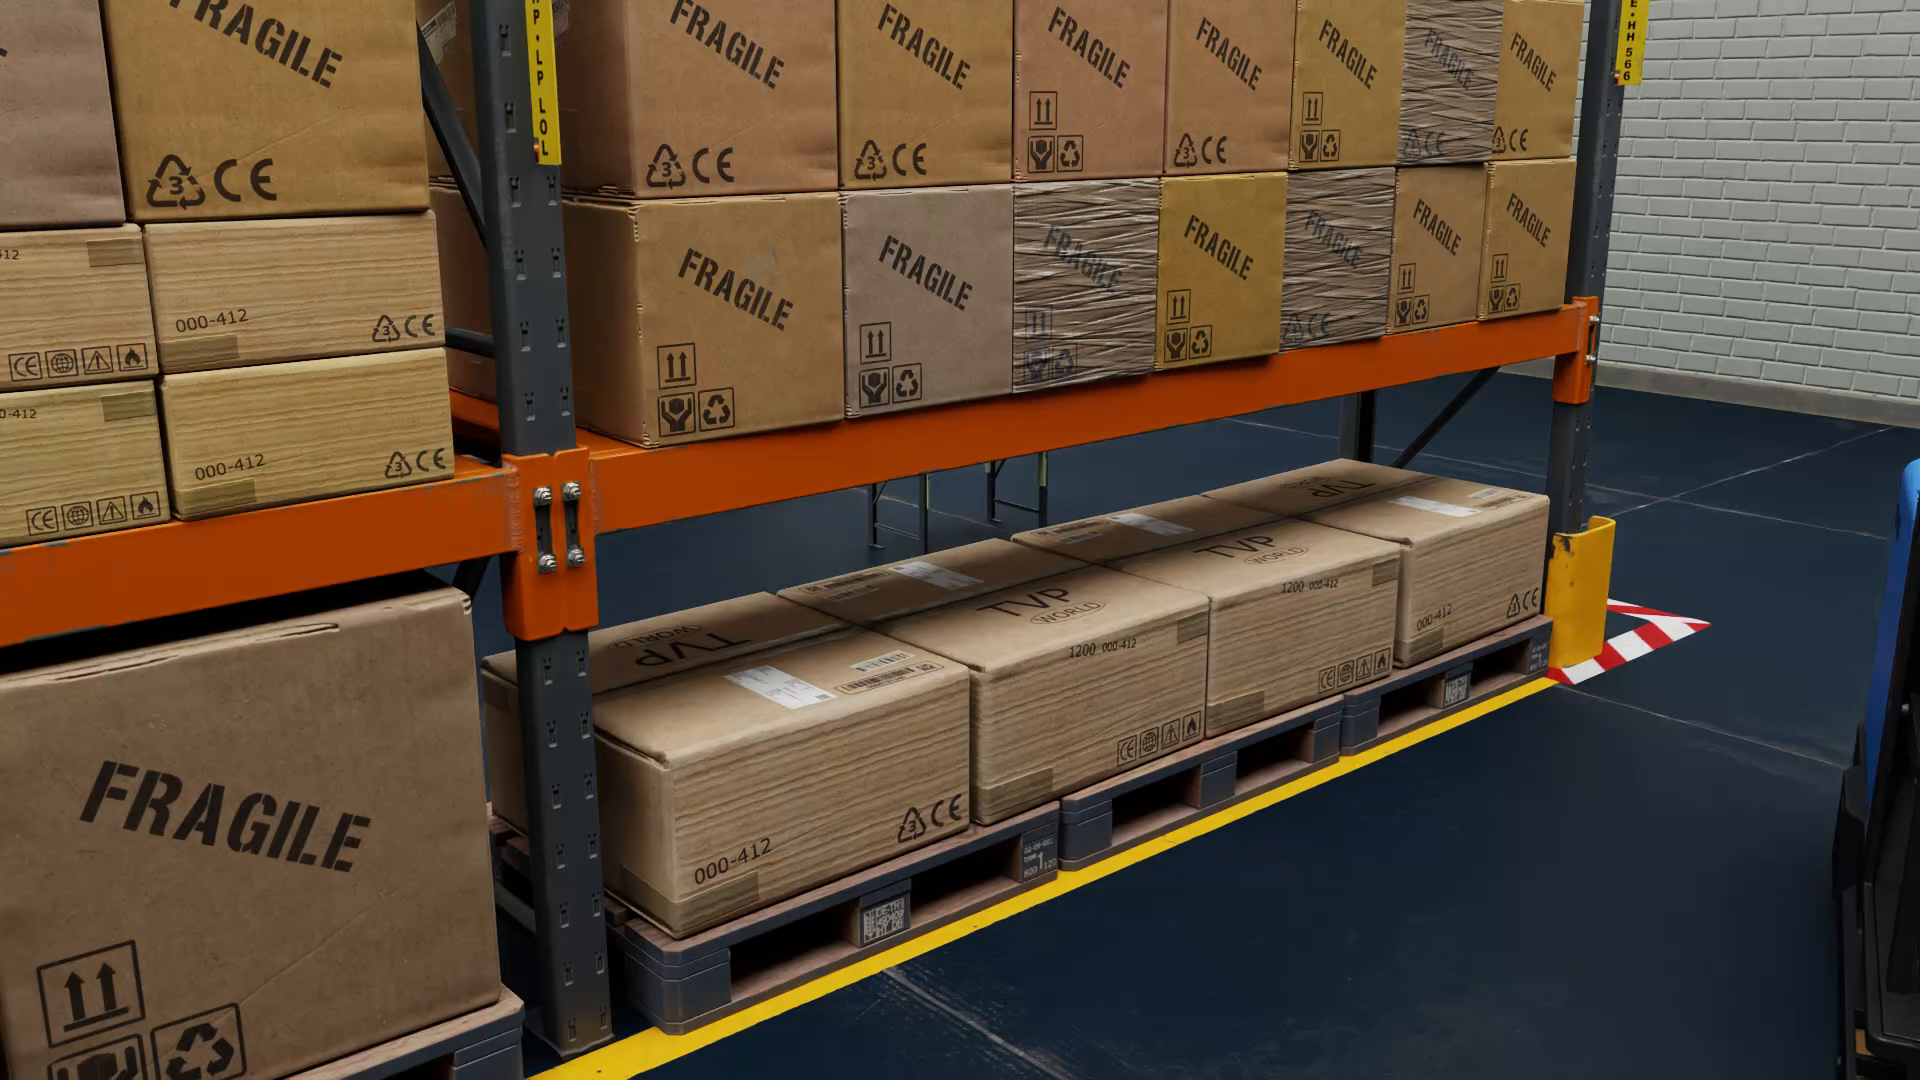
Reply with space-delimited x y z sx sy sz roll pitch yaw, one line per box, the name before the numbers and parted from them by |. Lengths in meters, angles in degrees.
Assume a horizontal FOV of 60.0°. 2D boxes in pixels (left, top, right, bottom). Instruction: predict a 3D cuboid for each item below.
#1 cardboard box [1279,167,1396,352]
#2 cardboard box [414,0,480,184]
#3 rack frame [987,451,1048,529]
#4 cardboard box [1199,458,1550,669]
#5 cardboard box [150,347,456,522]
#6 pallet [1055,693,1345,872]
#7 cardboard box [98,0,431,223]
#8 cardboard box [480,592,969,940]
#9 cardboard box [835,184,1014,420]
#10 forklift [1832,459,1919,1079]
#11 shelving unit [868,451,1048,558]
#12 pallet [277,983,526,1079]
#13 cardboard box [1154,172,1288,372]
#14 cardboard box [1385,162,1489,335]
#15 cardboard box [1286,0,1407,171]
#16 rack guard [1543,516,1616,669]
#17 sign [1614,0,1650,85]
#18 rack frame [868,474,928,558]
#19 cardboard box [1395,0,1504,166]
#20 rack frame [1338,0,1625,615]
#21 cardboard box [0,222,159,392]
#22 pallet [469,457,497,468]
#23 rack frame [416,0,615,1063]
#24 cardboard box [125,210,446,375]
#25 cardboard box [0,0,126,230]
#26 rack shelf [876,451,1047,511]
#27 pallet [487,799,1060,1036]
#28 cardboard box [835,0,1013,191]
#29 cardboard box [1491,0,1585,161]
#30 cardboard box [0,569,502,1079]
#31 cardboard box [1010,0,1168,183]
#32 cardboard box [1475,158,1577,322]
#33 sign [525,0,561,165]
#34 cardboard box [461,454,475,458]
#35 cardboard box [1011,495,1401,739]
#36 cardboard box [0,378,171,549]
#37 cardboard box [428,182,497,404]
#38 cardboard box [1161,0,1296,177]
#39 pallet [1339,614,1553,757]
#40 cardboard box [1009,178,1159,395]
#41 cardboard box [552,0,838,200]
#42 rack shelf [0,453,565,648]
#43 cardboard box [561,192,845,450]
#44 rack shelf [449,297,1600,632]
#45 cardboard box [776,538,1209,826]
cardboard box | 0.927 -0.860 4.962 0.500 0.500 0.500 -12 19 -38
cardboard box | -0.956 -1.103 3.936 0.500 0.500 0.500 -13 20 -40
rack frame | 0.271 -0.785 7.784 0.023 1.500 0.400 -13 19 -39
cardboard box | 1.455 0.051 5.899 0.875 0.438 0.875 -14 20 -41
cardboard box | -1.303 -0.240 3.128 0.500 0.250 0.500 -13 20 -41
pallet | 0.415 0.588 5.140 1.213 0.211 1.003 -13 19 -39
cardboard box | -1.303 -0.845 2.969 0.500 0.500 0.500 -12 19 -38
cardboard box | -0.586 0.512 4.174 0.875 0.438 0.875 -13 20 -40
cardboard box | -0.222 -0.599 3.987 0.500 0.500 0.500 -12 19 -39
forklift | 2.342 -0.220 2.893 1.130 2.935 3.031 7 17 26
shelving unit | -0.005 -0.723 7.552 0.755 1.500 0.431 -13 19 -39
pallet | -1.663 1.055 3.393 1.213 0.211 1.003 -13 19 -39
cardboard box | 0.546 -0.770 4.625 0.500 0.500 0.500 -12 19 -38
cardboard box | 1.309 -0.949 5.295 0.500 0.500 0.500 -13 20 -41
cardboard box | 0.930 -1.342 4.829 0.500 0.500 0.500 -13 20 -40
rack guard | 1.905 0.088 6.452 0.348 0.500 1.175 -13 19 -39
sign | 2.233 -1.681 5.530 0.005 0.325 0.100 -13 19 -39
rack frame | -0.281 -0.661 7.320 0.023 1.500 0.400 -13 19 -39
cardboard box | 1.305 -1.425 5.140 0.500 0.500 0.500 -13 19 -39
rack frame | 1.887 -1.116 6.114 0.127 3.000 1.000 -13 19 -39
cardboard box | -1.676 -0.399 2.753 0.500 0.250 0.500 -12 19 -38
pallet | -3.052 -0.366 8.710 1.213 0.211 1.003 -13 19 -39
rack frame | -1.130 -0.438 3.577 0.127 3.000 1.000 -13 19 -39
cardboard box | -1.303 -0.485 3.075 0.500 0.250 0.500 -13 20 -39
cardboard box | -1.688 -0.756 2.635 0.500 0.500 0.500 -12 19 -38
rack shelf | -0.005 -0.408 7.636 0.720 0.370 0.431 -13 19 -39
pallet | -0.505 0.796 4.362 1.213 0.211 1.003 -13 19 -39
cardboard box | -0.227 -1.087 3.876 0.500 0.500 0.500 -13 20 -40
cardboard box | 1.680 -1.519 5.493 0.500 0.500 0.500 -12 19 -38
cardboard box | -1.546 0.506 3.346 0.875 0.875 0.875 -12 19 -38
cardboard box | 0.167 -1.172 4.193 0.500 0.500 0.500 -12 19 -38
cardboard box | 1.697 -1.031 5.602 0.500 0.500 0.500 -13 19 -39
sign | -0.767 -0.855 3.049 0.005 0.325 0.100 -13 19 -39
cardboard box | -2.630 -0.524 8.612 0.250 0.149 0.380 -12 19 -38
cardboard box | 0.770 0.207 5.312 0.875 0.438 0.875 -12 19 -38
cardboard box | -1.688 -0.154 2.806 0.500 0.250 0.500 -13 20 -40
cardboard box | -0.948 -0.615 4.045 0.500 0.500 0.500 -12 19 -39
cardboard box | 0.549 -1.257 4.511 0.500 0.500 0.500 -13 20 -40
pallet | 1.335 0.382 5.910 1.213 0.211 1.003 -13 19 -39
cardboard box | 0.157 -0.682 4.298 0.500 0.500 0.500 -12 19 -39
cardboard box | -0.612 -1.003 3.561 0.500 0.500 0.500 -12 19 -39
rack shelf | -2.639 0.248 2.402 4.000 0.370 1.077 -13 19 -39
cardboard box | -0.604 -0.515 3.671 0.500 0.500 0.500 -12 19 -38
rack shelf | 0.378 -0.429 4.938 4.000 0.370 1.077 -13 19 -39
cardboard box | 0.089 0.360 4.742 0.875 0.438 0.875 -13 20 -41
